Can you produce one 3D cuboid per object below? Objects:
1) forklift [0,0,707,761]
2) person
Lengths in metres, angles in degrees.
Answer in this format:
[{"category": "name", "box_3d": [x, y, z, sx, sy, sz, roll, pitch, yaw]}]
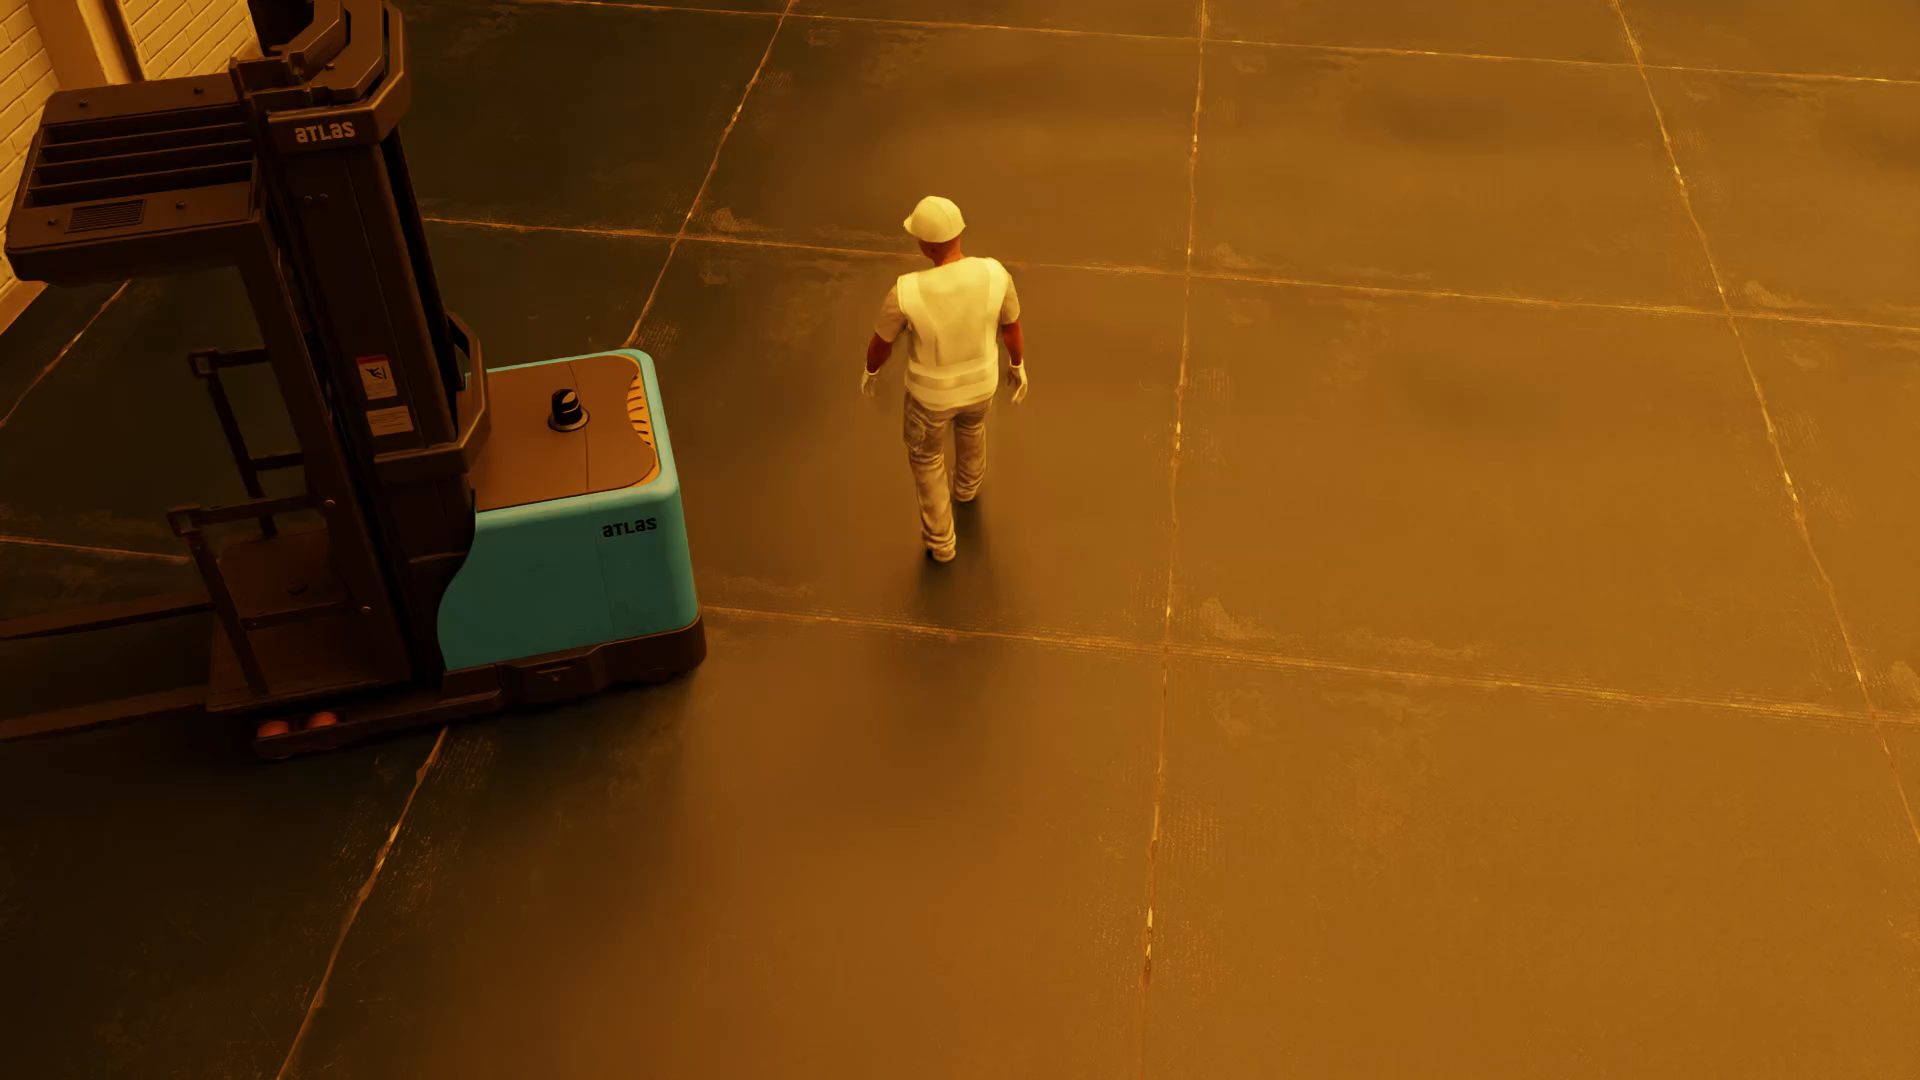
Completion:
[{"category": "forklift", "box_3d": [-2.679, -0.567, 6.342, 3.031, 2.935, 1.130, -10, 44, -11]}, {"category": "person", "box_3d": [-0.080, -0.763, 7.434, 0.717, 1.761, 0.643, -15, 45, -16]}]
